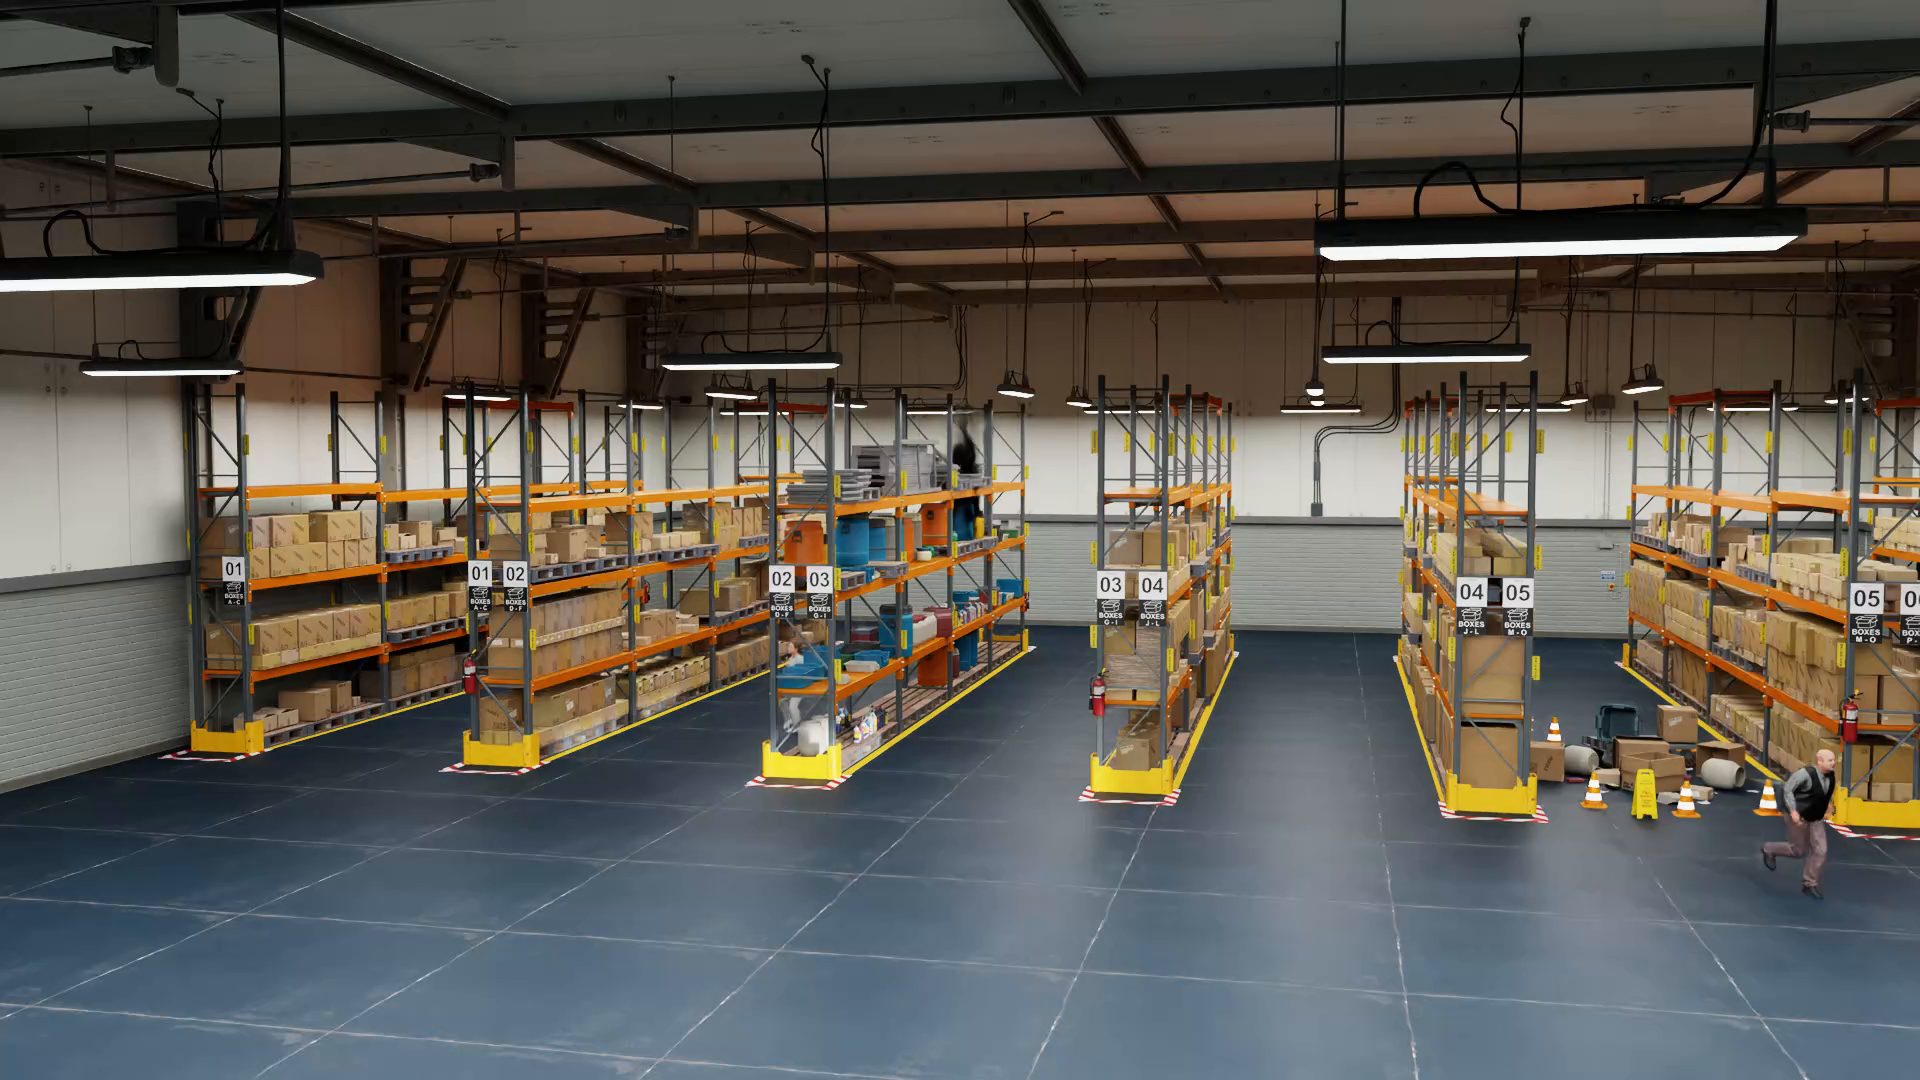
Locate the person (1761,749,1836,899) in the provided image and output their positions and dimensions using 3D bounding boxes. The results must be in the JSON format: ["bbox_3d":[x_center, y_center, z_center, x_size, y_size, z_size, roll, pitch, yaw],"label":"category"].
[{"bbox_3d":[9.441,3.128,18.701,0.664,1.675,0.905,-2,4,-25],"label":"person"}]

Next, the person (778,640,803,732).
[{"bbox_3d":[-2.903,2.542,28.823,0.638,1.627,0.590,3,4,42],"label":"person"}]
